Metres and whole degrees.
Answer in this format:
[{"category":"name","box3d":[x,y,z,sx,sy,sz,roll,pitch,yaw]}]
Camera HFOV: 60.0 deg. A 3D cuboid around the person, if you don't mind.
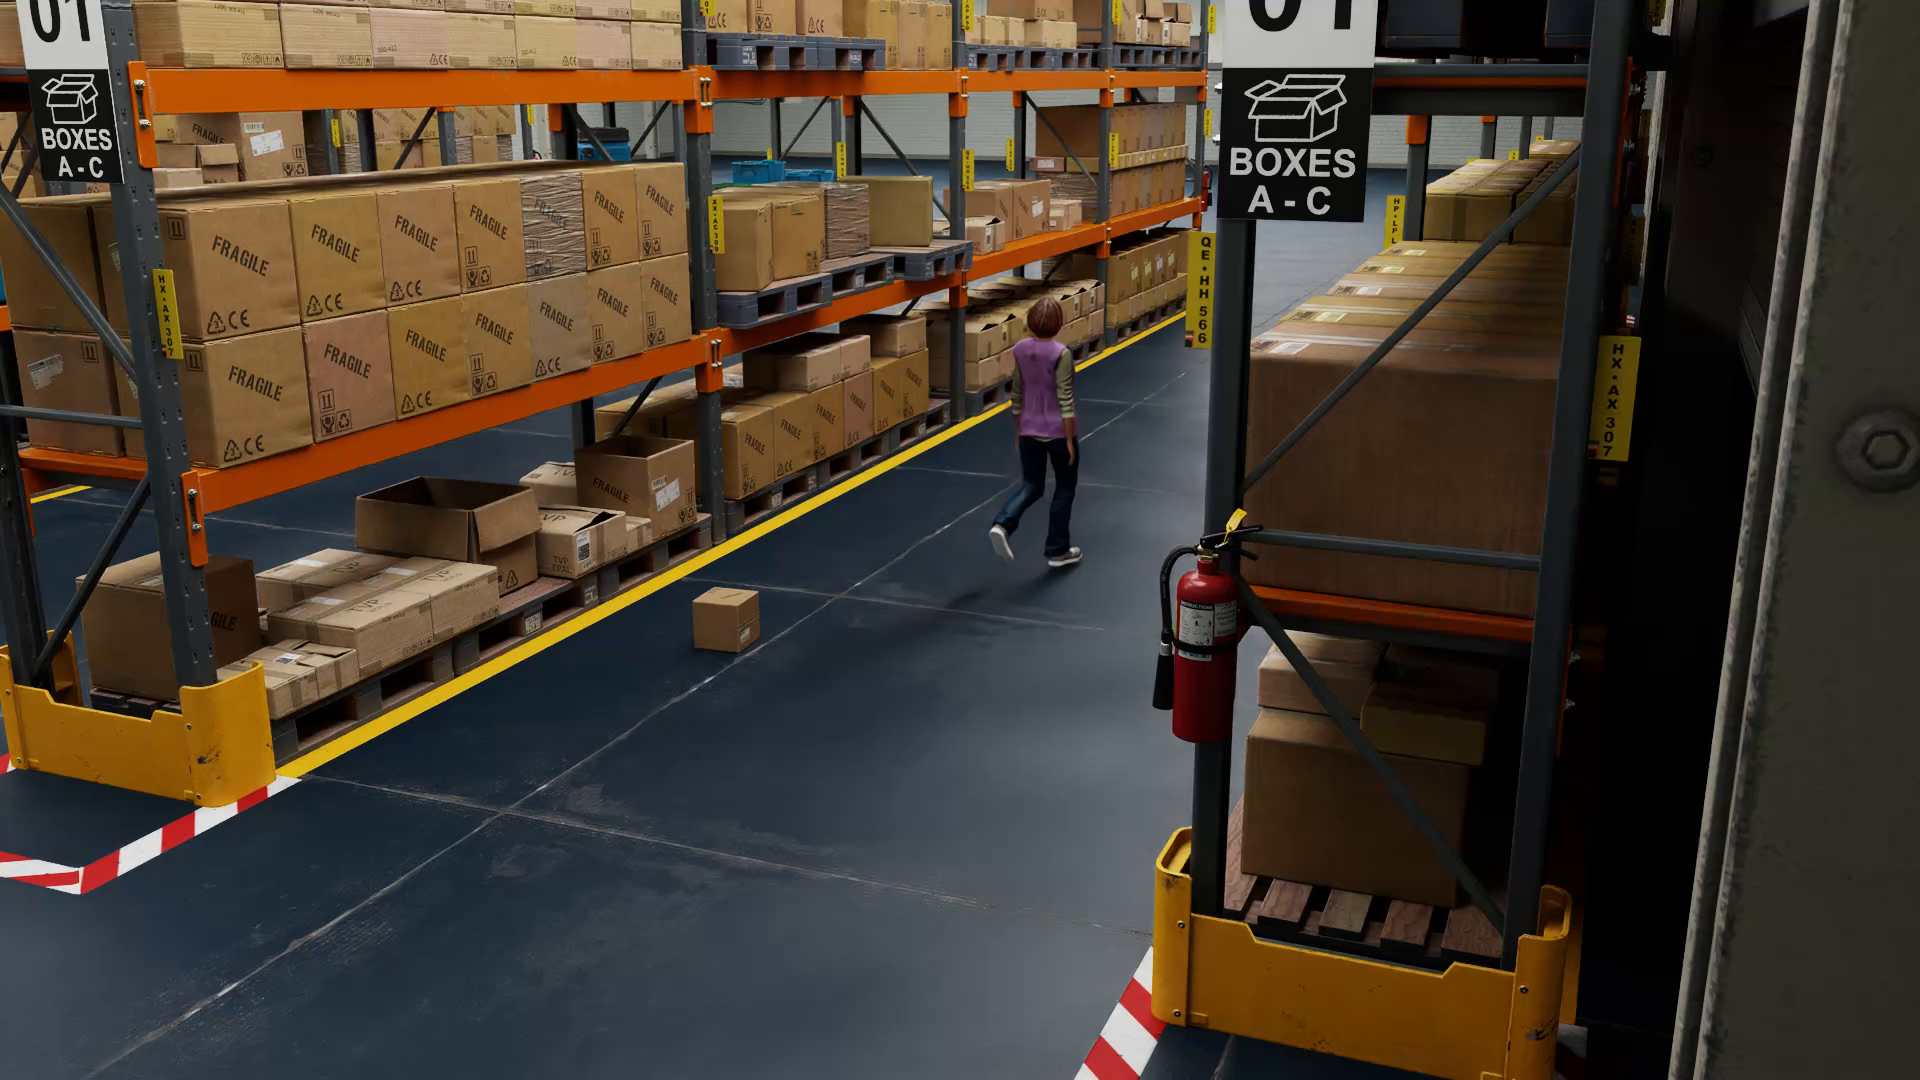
[{"category":"person","box3d":[0.455,-0.589,9.404,0.429,1.569,0.678,11,19,34]}]
